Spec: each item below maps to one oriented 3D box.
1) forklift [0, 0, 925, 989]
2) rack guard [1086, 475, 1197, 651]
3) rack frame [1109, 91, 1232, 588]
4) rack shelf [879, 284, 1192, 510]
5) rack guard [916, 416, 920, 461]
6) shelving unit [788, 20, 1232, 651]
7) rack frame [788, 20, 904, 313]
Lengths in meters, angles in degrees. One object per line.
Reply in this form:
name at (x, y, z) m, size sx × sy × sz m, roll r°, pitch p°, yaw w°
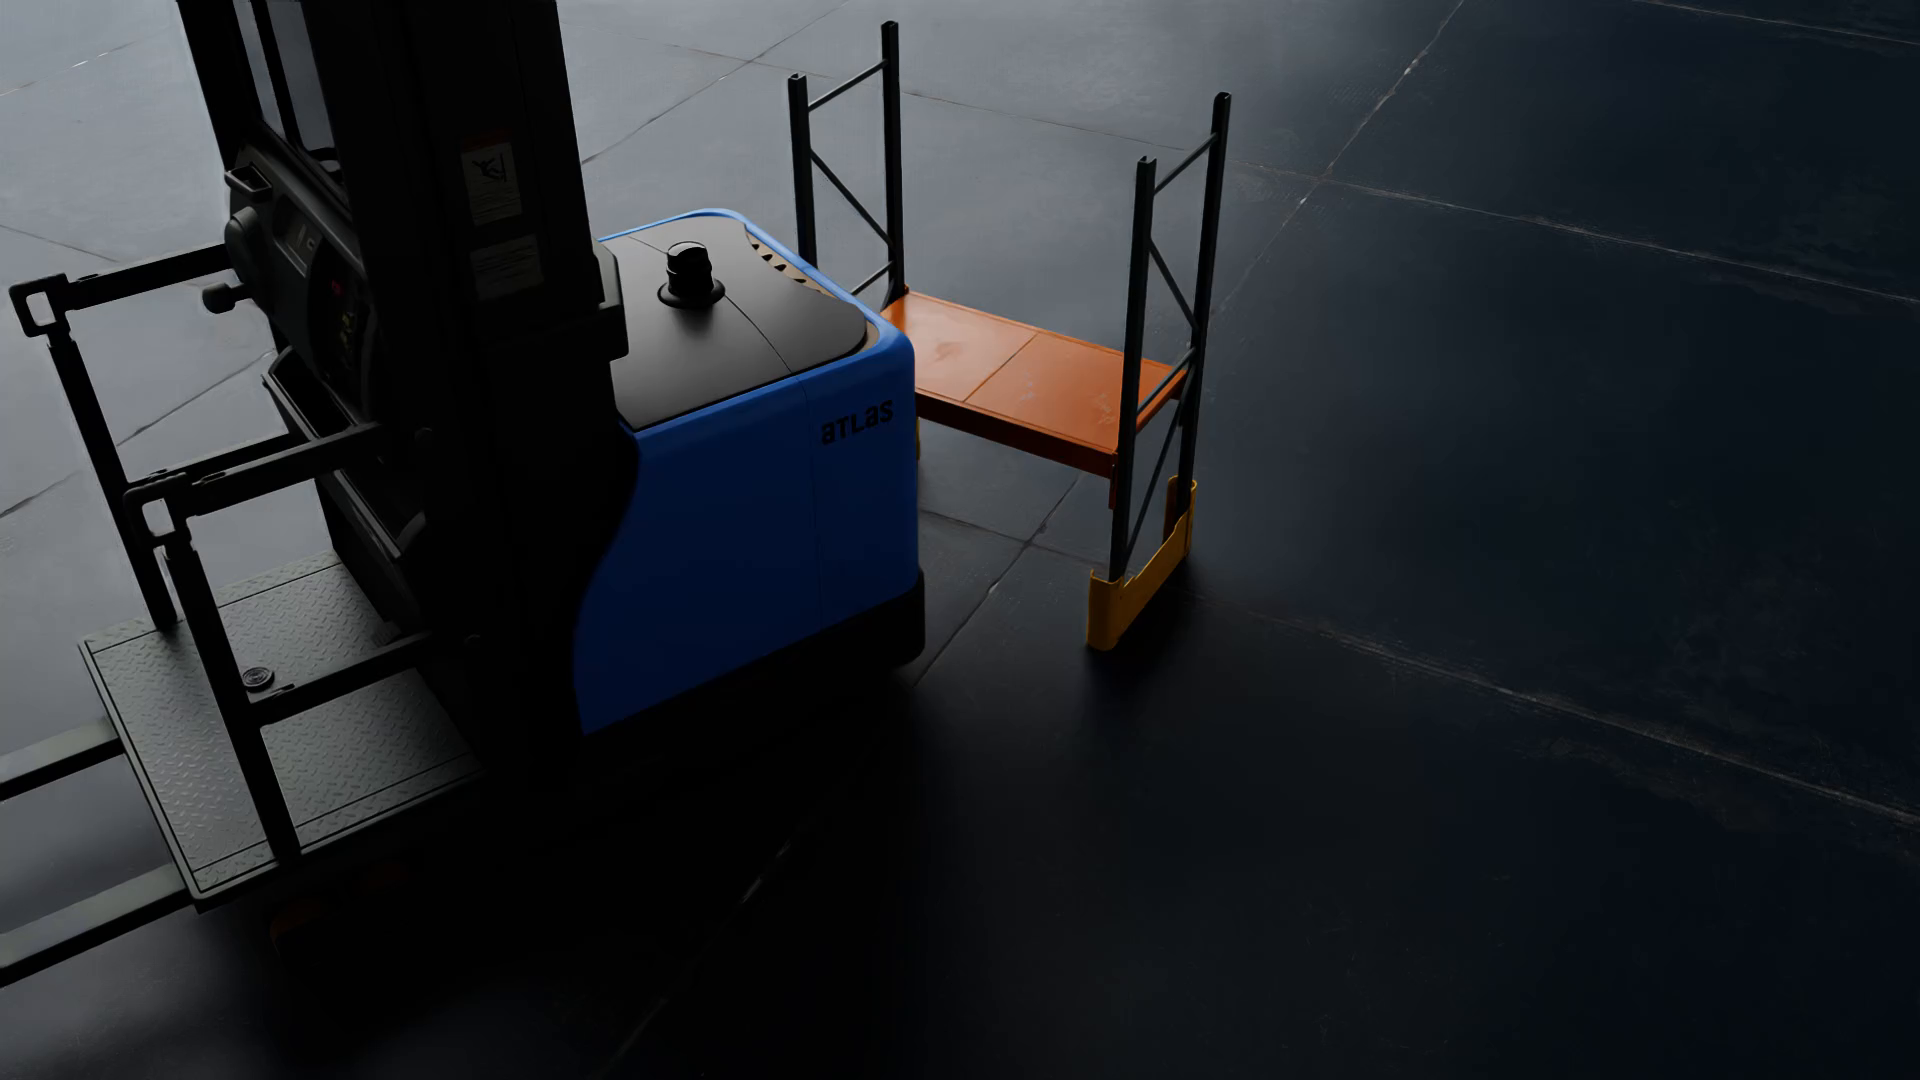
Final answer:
forklift at (-1.593, -0.526, 3.519) m, size 3.031 × 2.935 × 1.130 m, roll -23°, pitch 43°, yaw -28°
rack guard at (0.545, 0.062, 4.961) m, size 0.087 × 0.250 × 0.587 m, roll 20°, pitch 41°, yaw 24°
rack frame at (0.562, -0.430, 4.576) m, size 0.032 × 1.500 × 0.500 m, roll 20°, pitch 41°, yaw 24°
rack shelf at (0.124, -0.443, 4.890) m, size 1.000 × 0.185 × 0.538 m, roll 20°, pitch 41°, yaw 24°
rack guard at (-0.313, -0.244, 5.364) m, size 0.087 × 0.250 × 0.587 m, roll 20°, pitch 41°, yaw 24°
shelving unit at (0.116, -0.589, 4.785) m, size 1.083 × 1.500 × 0.587 m, roll 20°, pitch 41°, yaw 24°
rack frame at (-0.314, -0.742, 4.987) m, size 0.032 × 1.500 × 0.500 m, roll 20°, pitch 41°, yaw 24°
